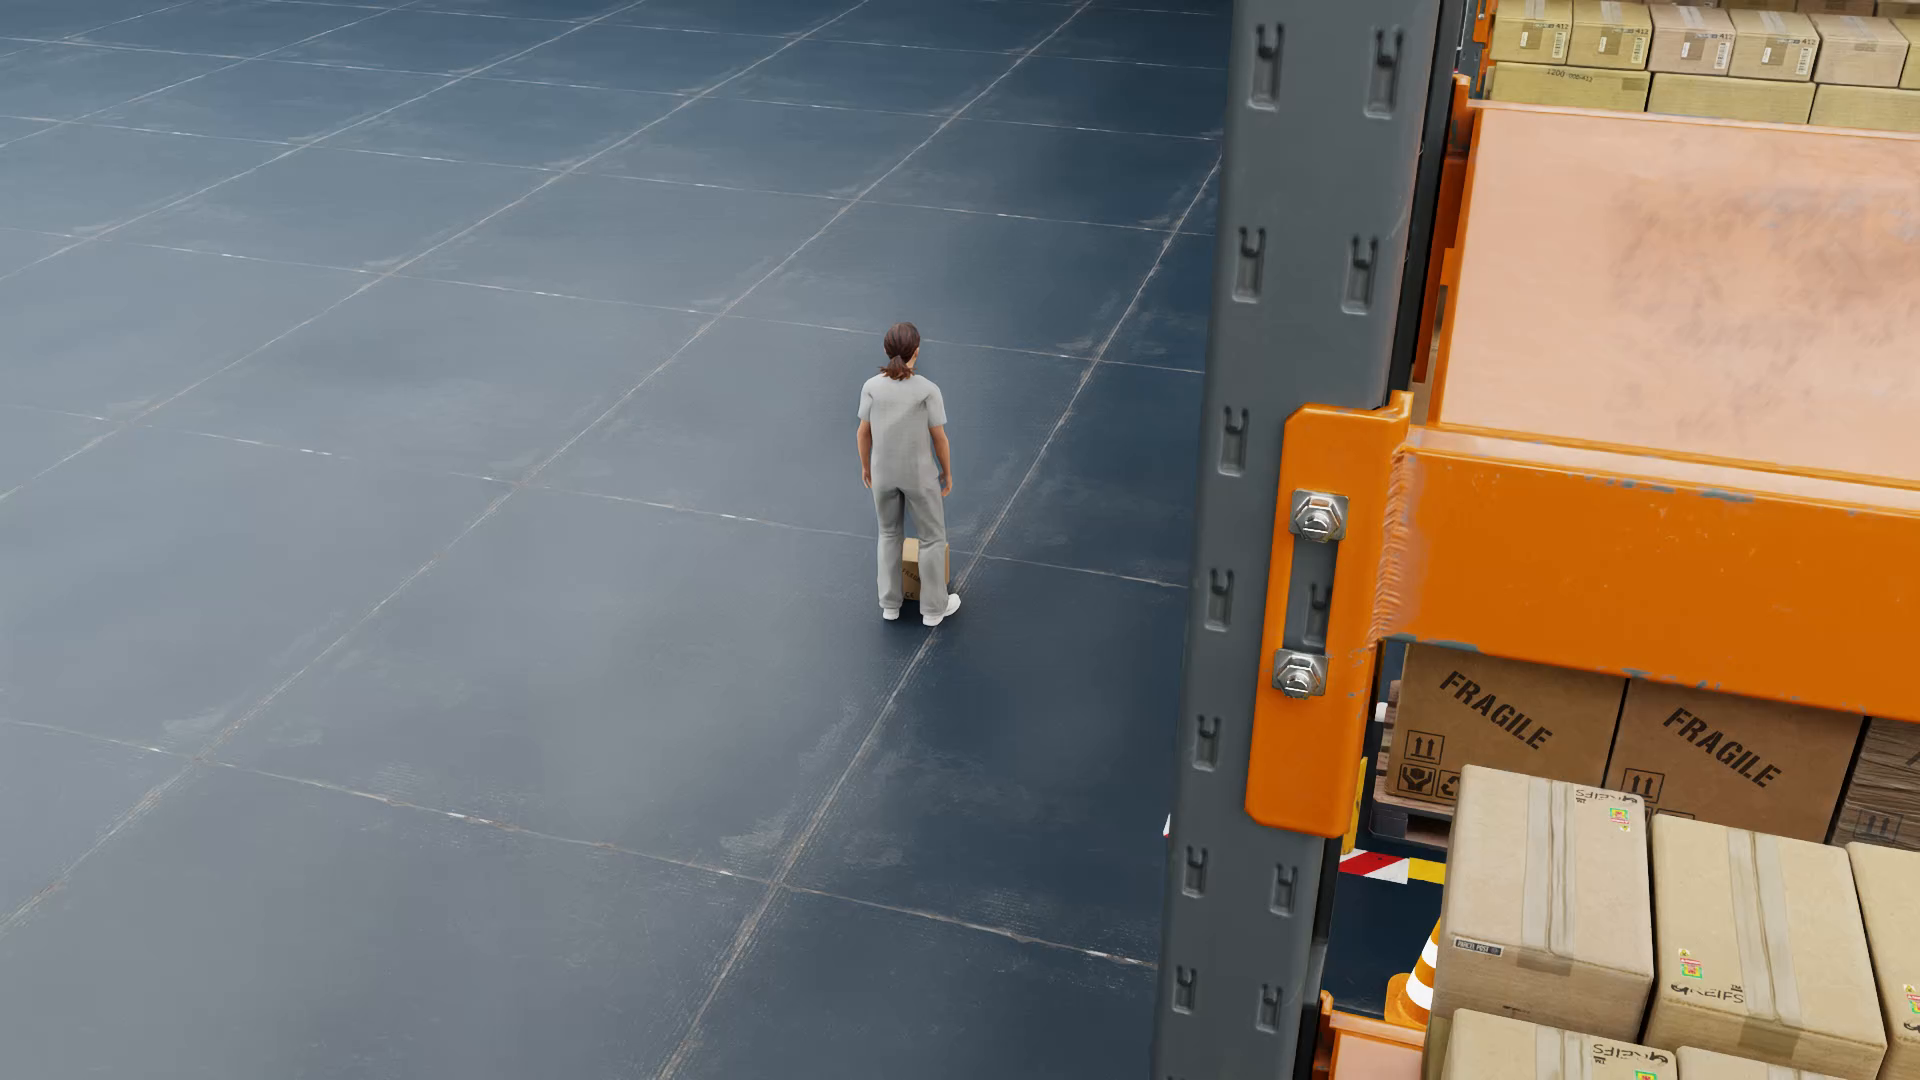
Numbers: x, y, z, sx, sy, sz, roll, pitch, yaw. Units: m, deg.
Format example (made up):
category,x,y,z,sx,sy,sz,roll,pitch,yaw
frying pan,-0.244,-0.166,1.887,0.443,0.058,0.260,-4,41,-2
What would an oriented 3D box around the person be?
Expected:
category,x,y,z,sx,sy,sz,roll,pitch,yaw
person,-0.277,-0.338,8.729,0.513,1.673,0.357,7,30,12
